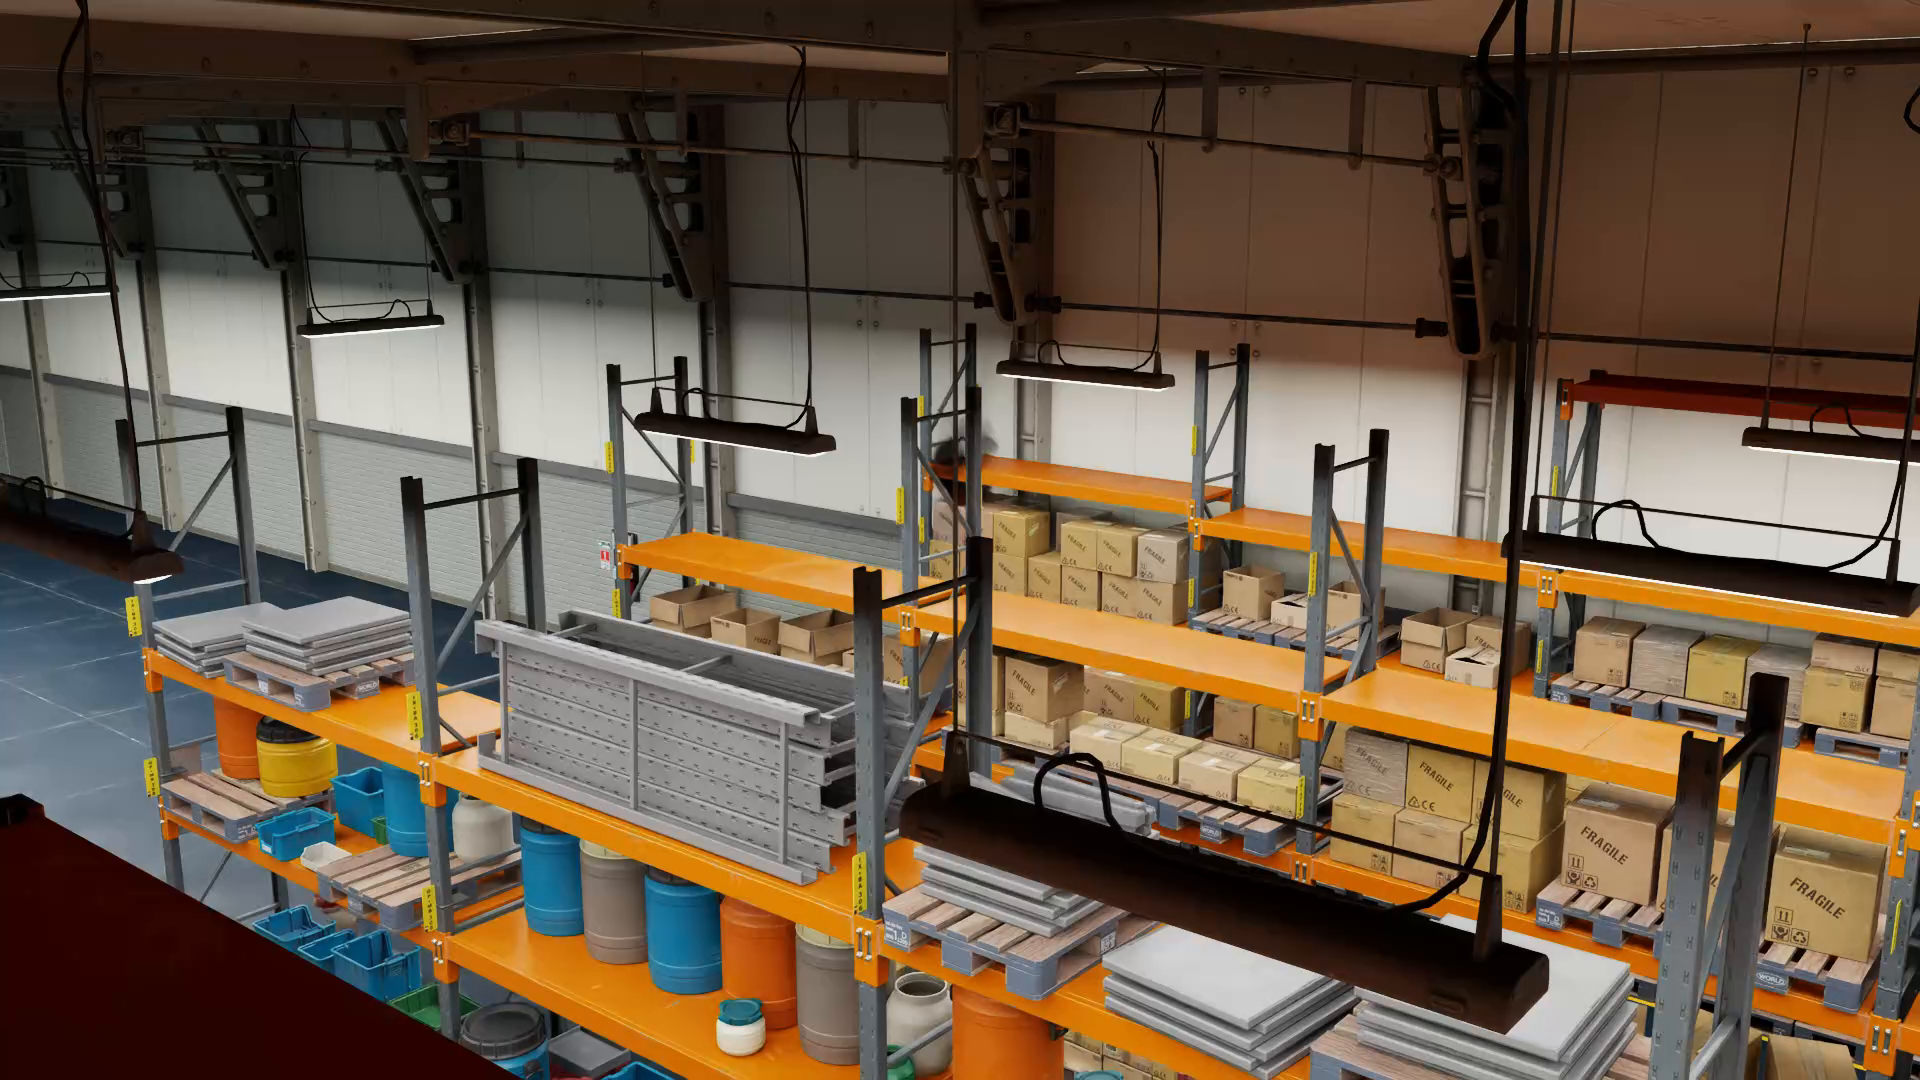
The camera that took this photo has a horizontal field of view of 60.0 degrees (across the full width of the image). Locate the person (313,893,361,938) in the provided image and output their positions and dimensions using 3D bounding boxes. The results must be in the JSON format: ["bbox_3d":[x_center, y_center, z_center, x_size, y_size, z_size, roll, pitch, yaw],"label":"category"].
[{"bbox_3d":[-5.992,3.688,16.212,0.687,1.747,0.688,3,13,13],"label":"person"}]
